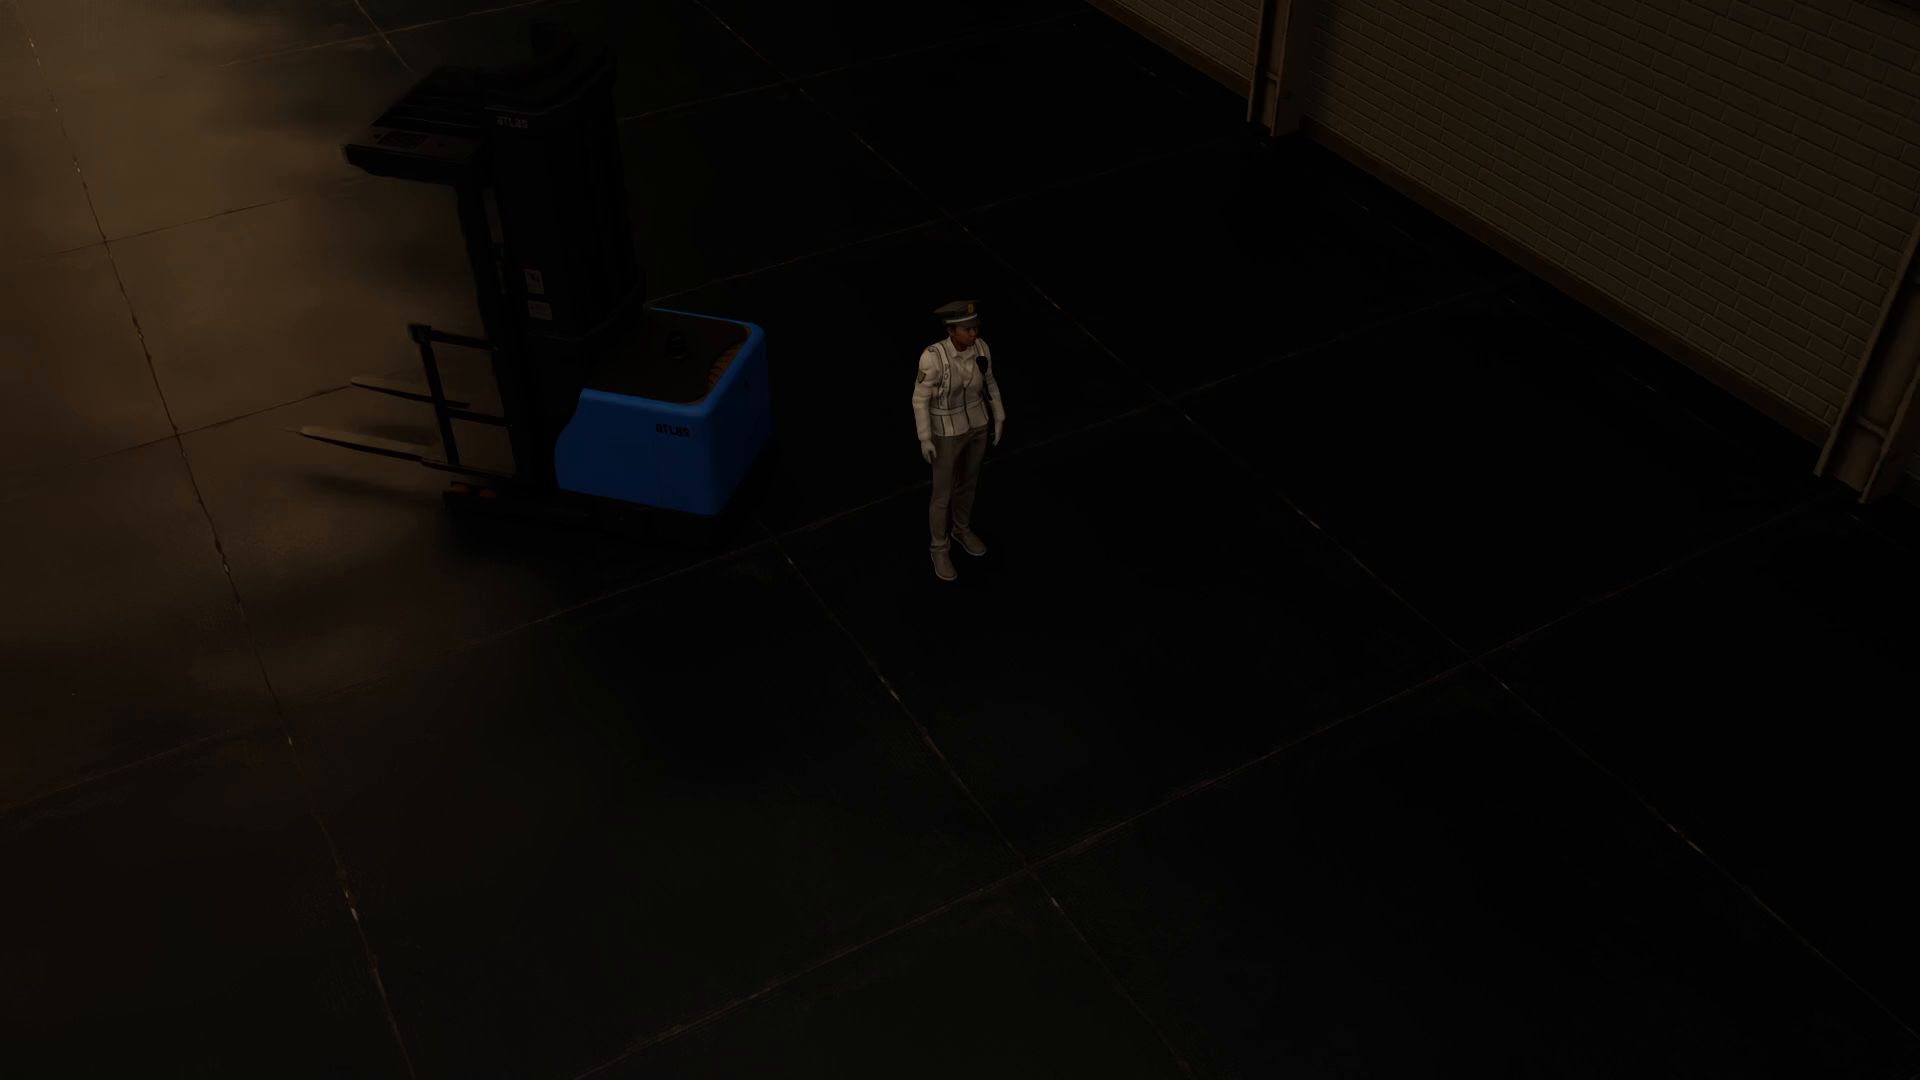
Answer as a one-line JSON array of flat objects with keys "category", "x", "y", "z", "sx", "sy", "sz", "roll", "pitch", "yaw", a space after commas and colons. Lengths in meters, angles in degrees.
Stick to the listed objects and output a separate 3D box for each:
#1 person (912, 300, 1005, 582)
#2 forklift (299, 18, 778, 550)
[{"category": "person", "x": 0.028, "y": -0.618, "z": 9.738, "sx": 0.586, "sy": 1.694, "sz": 0.531, "roll": -20, "pitch": 44, "yaw": -23}, {"category": "forklift", "x": -2.763, "y": -1.598, "z": 9.962, "sx": 3.031, "sy": 2.935, "sz": 1.130, "roll": 10, "pitch": 41, "yaw": 12}]
